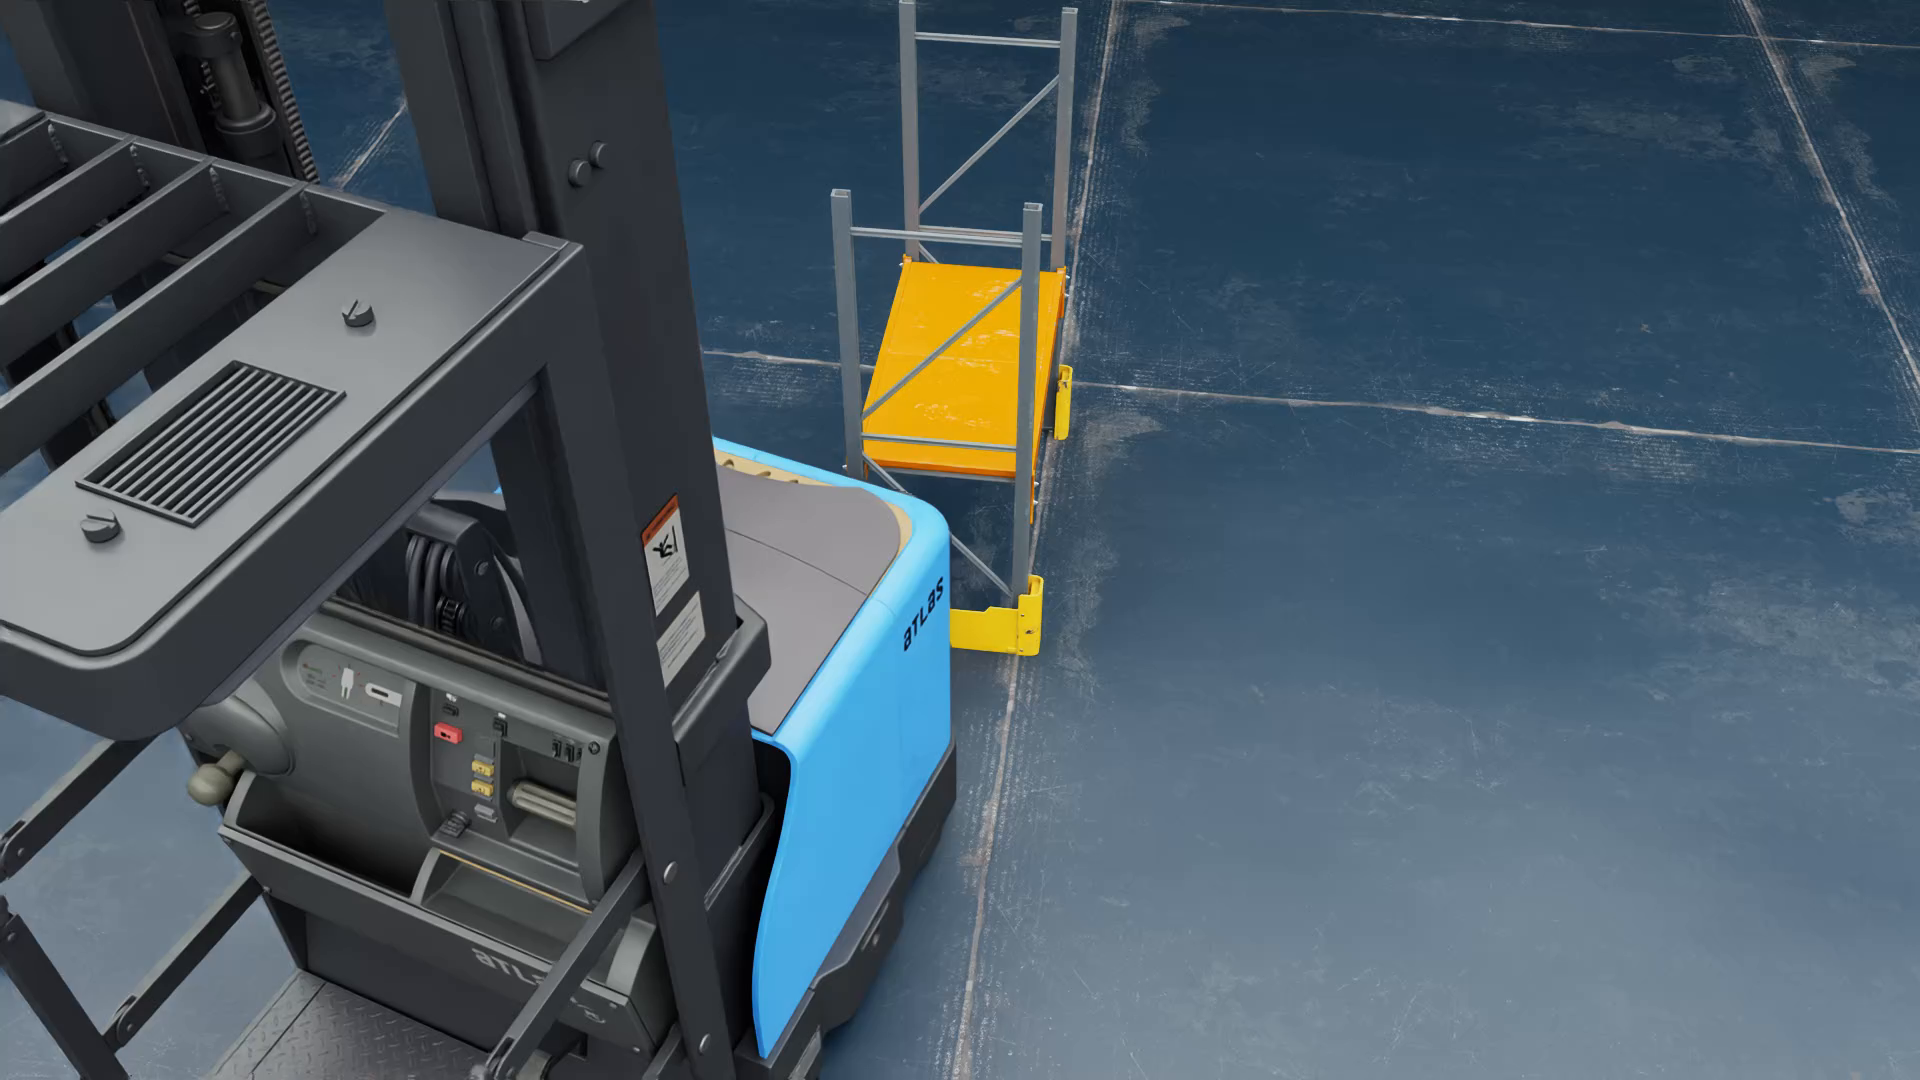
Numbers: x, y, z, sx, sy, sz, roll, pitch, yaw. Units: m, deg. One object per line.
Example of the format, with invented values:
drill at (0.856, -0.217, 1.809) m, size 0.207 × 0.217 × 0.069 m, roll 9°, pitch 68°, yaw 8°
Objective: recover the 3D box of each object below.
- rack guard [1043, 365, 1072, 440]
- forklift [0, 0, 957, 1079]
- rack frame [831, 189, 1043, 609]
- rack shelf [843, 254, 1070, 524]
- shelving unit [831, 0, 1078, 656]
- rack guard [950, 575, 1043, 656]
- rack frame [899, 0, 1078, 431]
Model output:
rack guard at (0.076, -0.482, 5.577) m, size 0.587 × 0.250 × 0.087 m, roll 5°, pitch 44°, yaw 6°
forklift at (-1.073, 0.429, 2.665) m, size 1.130 × 2.935 × 3.031 m, roll 17°, pitch 46°, yaw 17°
rack frame at (-0.056, -0.256, 4.430) m, size 0.500 × 1.500 × 0.032 m, roll 5°, pitch 44°, yaw 6°
rack shelf at (0.011, -0.472, 4.919) m, size 0.538 × 0.185 × 1.000 m, roll 5°, pitch 44°, yaw 6°
shelving unit at (0.010, -0.597, 4.789) m, size 0.587 × 1.500 × 1.083 m, roll 5°, pitch 44°, yaw 6°
rack guard at (-0.056, 0.197, 4.860) m, size 0.587 × 0.250 × 0.087 m, roll 5°, pitch 44°, yaw 6°
rack frame at (0.078, -0.949, 5.162) m, size 0.500 × 1.500 × 0.032 m, roll 5°, pitch 44°, yaw 6°
